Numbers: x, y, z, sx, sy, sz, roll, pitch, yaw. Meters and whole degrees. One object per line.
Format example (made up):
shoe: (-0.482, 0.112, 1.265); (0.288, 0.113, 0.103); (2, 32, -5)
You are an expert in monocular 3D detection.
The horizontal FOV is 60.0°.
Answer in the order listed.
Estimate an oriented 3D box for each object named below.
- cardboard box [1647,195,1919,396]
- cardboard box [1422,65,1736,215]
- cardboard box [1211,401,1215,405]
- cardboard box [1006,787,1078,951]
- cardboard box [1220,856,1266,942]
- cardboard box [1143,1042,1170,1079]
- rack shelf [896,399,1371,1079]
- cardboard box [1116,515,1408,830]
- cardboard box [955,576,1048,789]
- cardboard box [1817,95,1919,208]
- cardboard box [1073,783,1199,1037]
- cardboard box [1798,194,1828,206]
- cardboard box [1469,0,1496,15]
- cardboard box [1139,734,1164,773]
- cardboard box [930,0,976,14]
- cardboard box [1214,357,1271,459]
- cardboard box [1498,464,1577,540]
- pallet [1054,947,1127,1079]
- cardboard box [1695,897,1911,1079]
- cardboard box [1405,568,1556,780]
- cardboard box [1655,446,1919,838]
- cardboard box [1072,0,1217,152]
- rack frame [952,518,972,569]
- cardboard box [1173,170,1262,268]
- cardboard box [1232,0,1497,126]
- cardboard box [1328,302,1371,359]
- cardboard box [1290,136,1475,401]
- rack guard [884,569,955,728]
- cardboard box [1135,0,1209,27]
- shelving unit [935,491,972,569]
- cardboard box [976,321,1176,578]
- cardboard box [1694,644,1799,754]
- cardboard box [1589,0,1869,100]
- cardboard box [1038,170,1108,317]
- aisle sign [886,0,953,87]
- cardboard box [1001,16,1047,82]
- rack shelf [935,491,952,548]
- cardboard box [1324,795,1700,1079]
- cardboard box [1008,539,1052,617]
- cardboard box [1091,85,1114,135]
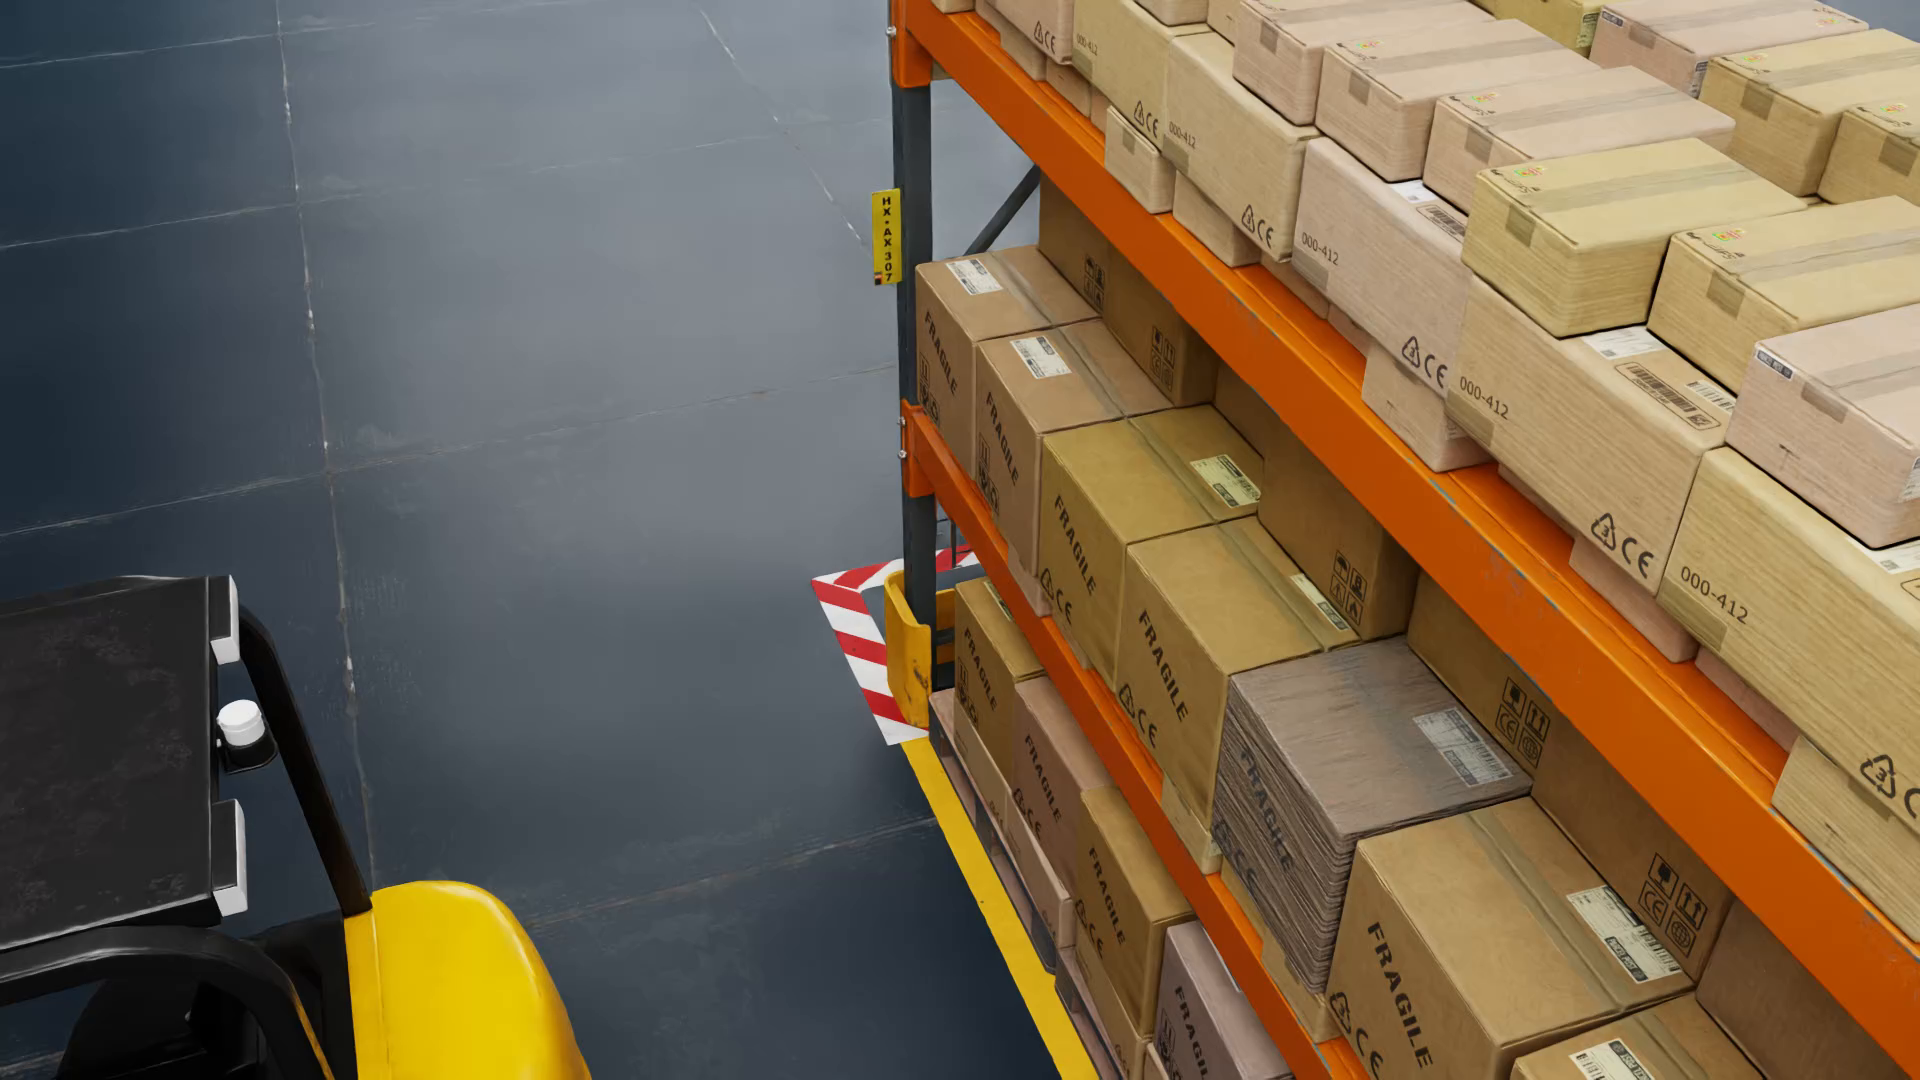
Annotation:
cardboard box: (1.175, -0.321, 2.236); (0.380, 0.149, 0.250); (-12, 38, -15)
cardboard box: (0.969, -0.610, 2.620); (0.380, 0.149, 0.250); (-13, 39, -17)
cardboard box: (0.893, -0.360, 4.904); (0.500, 0.500, 0.500); (-12, 39, -16)
cardboard box: (0.466, 0.999, 5.367); (0.500, 0.250, 0.500); (-11, 38, -14)
cardboard box: (0.846, 0.783, 3.926); (0.380, 0.149, 0.250); (-13, 39, -17)
cardboard box: (0.837, 1.591, 4.581); (0.500, 0.250, 0.500); (-12, 39, -15)
rack shelf: (0.967, 0.683, 4.448); (1.077, 0.370, 4.000); (-12, 39, -16)
cardboard box: (0.722, 0.297, 4.032); (0.500, 0.500, 0.500); (-13, 39, -17)
cardboard box: (0.306, 0.423, 5.508); (0.500, 0.500, 0.500); (-14, 39, -17)
cardboard box: (1.589, -0.582, 2.583); (0.380, 0.149, 0.250); (-13, 39, -16)
cardboard box: (0.655, 1.003, 4.739); (0.500, 0.500, 0.500); (-12, 39, -15)
cardboard box: (1.415, -0.612, 2.954); (0.500, 0.250, 0.500); (-12, 39, -16)
cardboard box: (1.232, -1.161, 3.352); (0.380, 0.149, 0.250); (-11, 38, -15)
cardboard box: (0.692, 0.491, 4.314); (0.380, 0.149, 0.250); (-13, 39, -17)
cardboard box: (0.088, -1.577, 4.567); (0.380, 0.149, 0.250); (-12, 39, -16)
cardboard box: (1.099, -0.495, 4.252); (0.700, 0.500, 0.500); (-13, 39, -16)
cardboard box: (1.103, -0.141, 2.660); (0.380, 0.149, 0.250); (-14, 39, -17)
pallet: (0.968, 1.577, 4.981); (1.003, 0.211, 1.213); (-12, 39, -16)
cardboard box: (1.708, 0.674, 2.701); (0.700, 0.500, 0.500); (-13, 39, -16)
cardboard box: (1.405, 0.091, 3.474); (0.700, 0.500, 0.500); (-13, 39, -17)
cardboard box: (1.250, 0.074, 2.043); (0.500, 0.250, 0.500); (-13, 39, -16)
cardboard box: (0.567, -1.079, 3.573); (0.500, 0.250, 0.500); (-11, 38, -15)
rack frame: (0.060, -0.320, 6.803); (0.200, 1.050, 0.008); (-12, 39, -16)
cardboard box: (0.666, -0.708, 3.412); (0.380, 0.149, 0.250); (-13, 39, -17)
cardboard box: (0.718, -0.881, 2.979); (0.380, 0.149, 0.250); (-12, 39, -15)
cardboard box: (0.910, -0.436, 3.051); (0.380, 0.149, 0.250); (-12, 39, -15)
cardboard box: (0.914, -0.502, 2.807); (0.500, 0.250, 0.500); (-13, 39, -17)
rack guard: (0.305, 0.307, 6.427); (1.175, 0.500, 0.348); (-12, 39, -16)
cardboard box: (0.545, -1.173, 3.366); (0.380, 0.149, 0.250); (-11, 38, -15)
shelving unit: (0.018, -0.389, 6.894); (0.215, 1.050, 0.252); (-12, 39, -16)
cardboard box: (0.363, -0.276, 4.793); (0.500, 0.500, 0.500); (-11, 38, -15)
cardboard box: (1.256, 0.152, 2.271); (0.380, 0.149, 0.250); (-12, 39, -15)
cardboard box: (1.354, -0.861, 2.953); (0.380, 0.149, 0.250); (-13, 39, -17)
cardboard box: (0.660, -1.049, 4.988); (0.700, 0.500, 0.500); (-13, 39, -17)
aisle sign: (-0.033, -1.743, 4.911); (0.394, 0.787, 0.004); (-12, 39, -16)
cardboard box: (0.322, -1.291, 4.186); (0.380, 0.149, 0.250); (-11, 38, -15)
rack shelf: (0.018, -0.159, 7.068); (0.215, 0.259, 0.240); (-12, 39, -16)
cardboard box: (1.086, 0.878, 3.261); (0.500, 0.500, 0.500); (-11, 38, -14)
cardboard box: (0.361, 0.060, 4.886); (0.380, 0.149, 0.250); (-12, 39, -15)
cardboard box: (0.525, -1.007, 3.809); (0.380, 0.149, 0.250); (-14, 39, -17)
